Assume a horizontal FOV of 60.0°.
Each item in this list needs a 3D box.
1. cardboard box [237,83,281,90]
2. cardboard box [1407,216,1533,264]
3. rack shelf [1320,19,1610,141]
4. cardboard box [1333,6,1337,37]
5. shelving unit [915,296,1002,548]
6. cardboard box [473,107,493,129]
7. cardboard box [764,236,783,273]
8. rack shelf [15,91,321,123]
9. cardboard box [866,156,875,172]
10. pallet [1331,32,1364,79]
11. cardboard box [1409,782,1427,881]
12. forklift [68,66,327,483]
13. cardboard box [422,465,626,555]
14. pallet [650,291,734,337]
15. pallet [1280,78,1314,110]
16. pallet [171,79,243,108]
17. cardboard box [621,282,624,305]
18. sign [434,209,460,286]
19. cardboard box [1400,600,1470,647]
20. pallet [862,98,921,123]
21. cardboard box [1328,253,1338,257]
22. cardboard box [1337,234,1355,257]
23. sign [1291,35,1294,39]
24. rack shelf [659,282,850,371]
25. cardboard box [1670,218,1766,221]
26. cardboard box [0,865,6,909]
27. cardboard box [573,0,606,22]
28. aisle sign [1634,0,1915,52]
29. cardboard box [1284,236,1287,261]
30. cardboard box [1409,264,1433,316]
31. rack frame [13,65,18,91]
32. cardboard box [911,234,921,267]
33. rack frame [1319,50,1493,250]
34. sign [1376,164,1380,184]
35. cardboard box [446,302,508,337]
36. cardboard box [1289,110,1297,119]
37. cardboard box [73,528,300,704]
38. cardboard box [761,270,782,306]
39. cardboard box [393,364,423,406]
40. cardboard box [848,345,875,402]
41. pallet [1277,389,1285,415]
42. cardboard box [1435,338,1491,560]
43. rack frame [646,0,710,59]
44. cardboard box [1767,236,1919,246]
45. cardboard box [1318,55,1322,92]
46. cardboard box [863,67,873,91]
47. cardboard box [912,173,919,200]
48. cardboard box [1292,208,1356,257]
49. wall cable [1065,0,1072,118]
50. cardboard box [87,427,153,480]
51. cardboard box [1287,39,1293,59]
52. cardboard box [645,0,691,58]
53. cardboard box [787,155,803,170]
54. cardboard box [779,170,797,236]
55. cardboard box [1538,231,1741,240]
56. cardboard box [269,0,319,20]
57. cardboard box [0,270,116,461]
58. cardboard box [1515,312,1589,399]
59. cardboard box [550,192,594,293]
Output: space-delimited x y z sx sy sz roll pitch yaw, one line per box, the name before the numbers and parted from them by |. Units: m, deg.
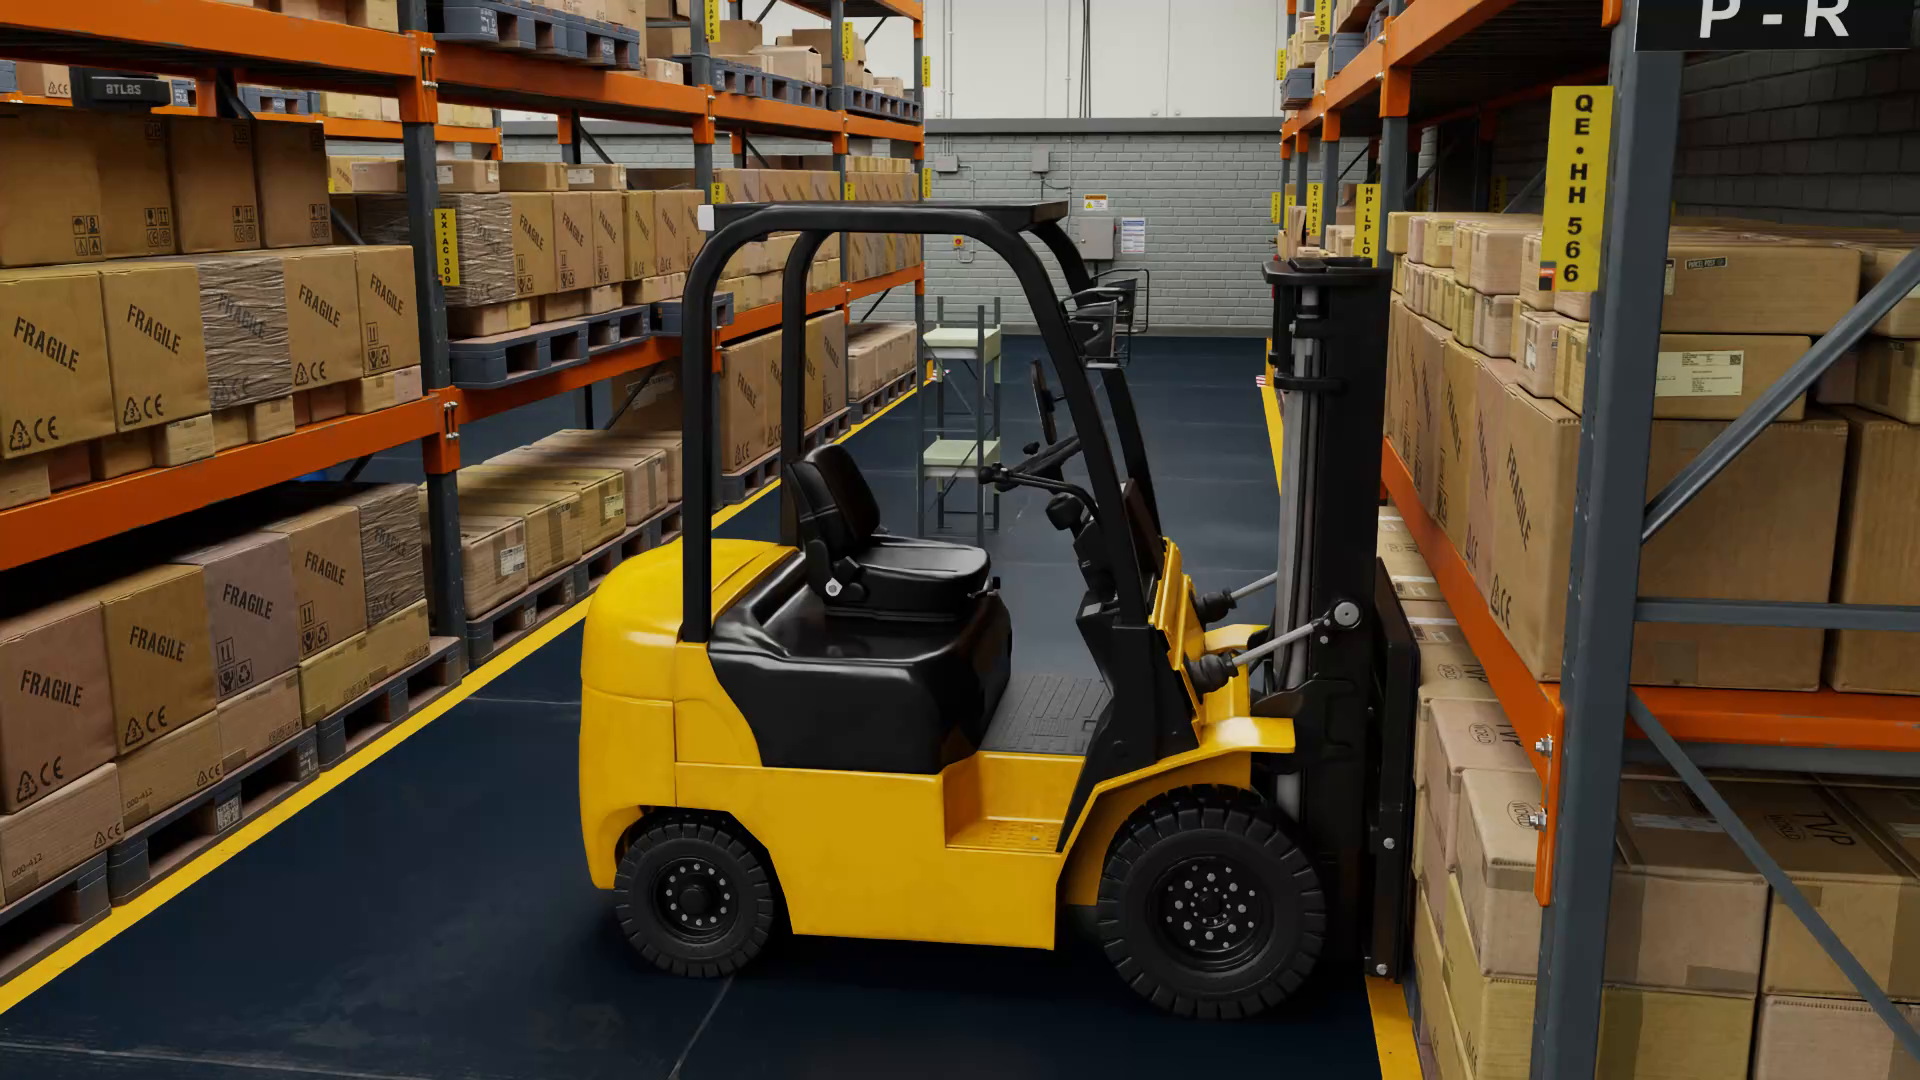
cardboard box | -6.601 -4.306 15.001 0.700 0.500 0.500 2 12 9
cardboard box | 1.683 -0.990 5.484 0.380 0.149 0.250 2 12 10
rack shelf | 2.456 -2.227 8.296 1.077 0.370 4.000 2 12 9
cardboard box | 2.409 -3.073 9.831 0.380 0.166 0.250 2 12 9
shelving unit | -0.001 -0.732 10.329 0.431 1.500 0.755 2 12 9
cardboard box | -5.627 -4.784 18.806 0.500 0.250 0.500 2 12 7
cardboard box | -1.651 -2.169 12.605 0.500 0.250 0.500 2 12 8
rack shelf | -6.741 -3.359 13.549 1.077 0.370 4.000 2 12 9
cardboard box | -1.032 -3.646 16.143 0.380 0.149 0.250 2 12 7
pallet | 2.747 -2.759 9.503 1.213 0.211 1.003 2 12 11
cardboard box | 1.445 0.707 4.436 0.500 0.250 0.500 2 12 7
forklift | -5.506 -1.370 9.894 3.031 2.935 1.130 -7 14 -29
cardboard box | -2.467 -0.181 9.454 0.950 0.372 0.625 2 12 11
pallet | -2.146 -1.444 10.527 1.213 0.211 1.003 2 12 9
pallet | 3.209 -3.603 13.417 1.213 0.211 1.003 2 12 9
pallet | -6.790 -3.695 13.843 1.213 0.211 1.003 2 12 9
cardboard box | -2.162 -1.426 9.588 0.380 0.149 0.250 2 12 9
sign | -2.220 -1.264 7.182 0.100 0.325 0.005 2 12 9
cardboard box | 1.521 0.363 4.844 0.500 0.250 0.500 2 12 8
pallet | -1.015 -4.623 17.914 1.003 0.211 1.213 2 12 9
cardboard box | 2.375 -1.512 9.556 0.500 0.250 0.500 2 12 10
cardboard box | 2.113 -1.465 8.396 0.380 0.149 0.250 2 12 7
sign | 2.841 -4.097 14.036 0.100 0.325 0.005 2 12 9
rack shelf | -1.834 -1.754 13.219 1.077 0.370 4.000 2 12 9
cardboard box | 2.254 -0.918 5.148 0.380 0.149 0.250 2 12 8
cardboard box | -2.975 0.956 4.467 0.500 0.250 0.500 2 12 8
cardboard box | -2.139 -2.775 8.487 0.500 0.250 0.500 2 12 8
aisle sign | 1.232 -1.130 2.448 0.394 0.787 0.004 2 12 9
cardboard box | 3.448 -2.863 16.308 0.500 0.250 0.500 2 12 7
cardboard box | 1.635 -0.792 5.271 0.380 0.149 0.250 2 12 8
rack frame | -7.049 -1.828 11.858 1.000 3.000 0.127 2 12 9
cardboard box | -0.724 -3.294 18.422 0.500 0.500 0.500 2 12 9
rack frame | 2.763 -1.529 10.469 1.000 3.000 0.127 2 12 9
sign | 4.539 -3.893 17.938 0.100 0.325 0.005 2 12 9
cardboard box | -2.360 -1.044 7.816 0.380 0.149 0.250 2 12 9
cardboard box | 3.349 -4.111 15.926 0.380 0.149 0.250 2 12 10
cardboard box | -2.737 0.260 5.918 0.500 0.500 0.500 3 12 12
cardboard box | -1.670 -1.926 12.666 0.500 0.250 0.500 2 12 11
cardboard box | -2.505 -0.657 7.018 0.380 0.149 0.250 2 12 8
cardboard box | -1.324 -1.602 15.891 0.875 0.438 0.875 2 12 8
pallet | 3.670 -1.396 16.471 1.003 0.211 1.213 2 12 9
cardboard box | 1.516 -0.238 4.240 0.500 0.500 0.500 2 12 8
rack frame | -2.142 -4.622 10.579 1.000 3.000 0.127 2 12 9
cardboard box | 1.896 -0.547 3.428 0.380 0.149 0.250 2 12 10
cardboard box | 2.679 -3.141 11.186 0.500 0.250 0.500 2 12 9
cardboard box | -1.191 -4.721 17.139 0.500 0.311 0.500 2 12 10
cardboard box | -0.751 -3.784 18.321 0.500 0.500 0.500 2 12 11
cardboard box | 2.883 -2.251 12.586 0.700 0.500 0.500 2 12 8
wall cable | 0.427 -7.455 23.728 2.355 3.000 0.029 2 12 9
cardboard box | -2.828 -0.288 5.305 0.380 0.149 0.250 2 12 7
cardboard box | 2.899 -4.057 13.734 0.380 0.149 0.250 2 12 10
cardboard box | -2.233 -3.495 11.227 0.797 0.503 0.637 1 12 5
cardboard box | -1.646 -3.502 15.474 0.380 0.149 0.250 2 12 10
cardboard box | -1.582 -2.637 13.000 0.500 0.500 0.500 2 12 10
cardboard box | 1.512 -0.614 3.738 0.380 0.149 0.250 2 12 9
cardboard box | -2.646 -2.021 6.226 0.380 0.149 0.250 2 12 9
cardboard box | -2.872 -0.522 4.851 0.500 0.500 0.500 2 12 8
cardboard box | 1.319 -0.365 3.291 0.380 0.149 0.250 2 12 10
cardboard box | -2.236 -1.551 8.631 0.500 0.500 0.500 2 12 8
